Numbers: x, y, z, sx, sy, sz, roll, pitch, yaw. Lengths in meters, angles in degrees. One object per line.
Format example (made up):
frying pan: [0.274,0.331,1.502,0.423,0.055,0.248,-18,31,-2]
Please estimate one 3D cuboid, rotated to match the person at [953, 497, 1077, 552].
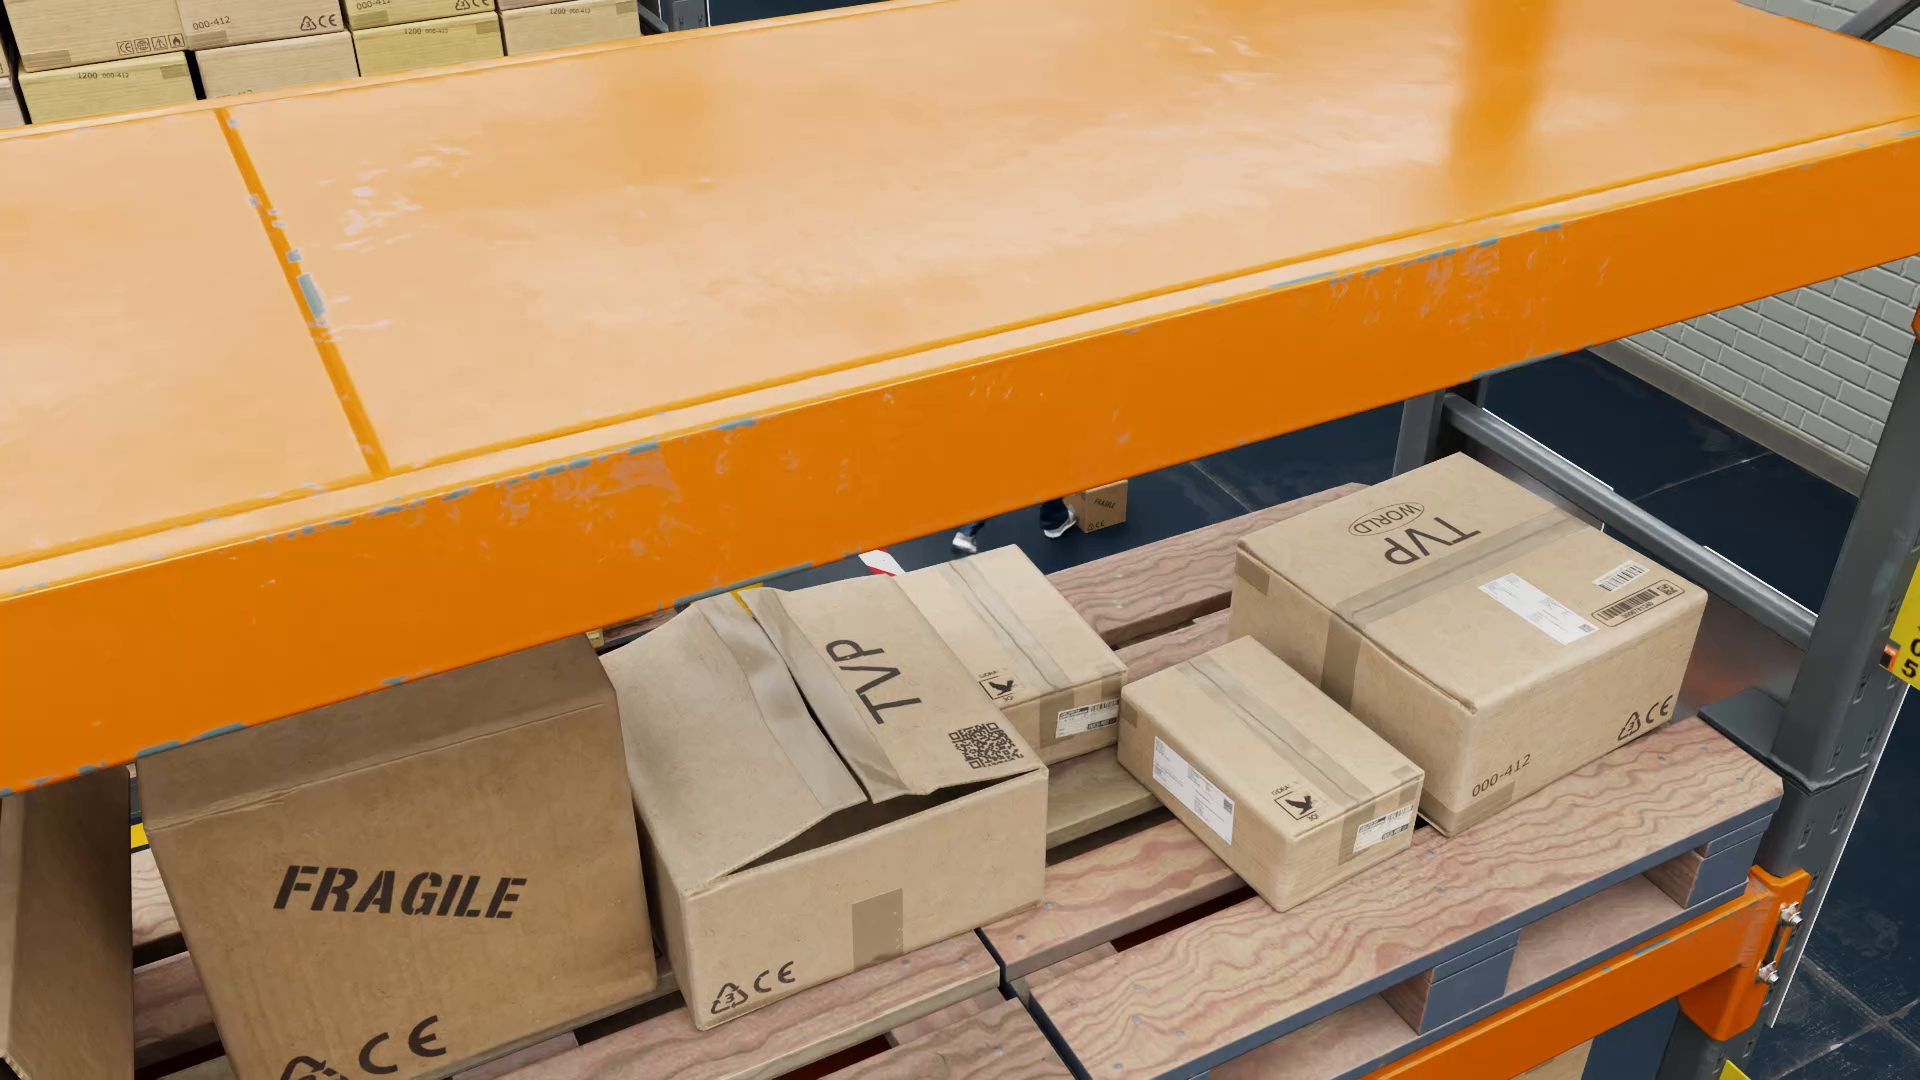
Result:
person: [0.325,-0.612,8.052,0.481,1.570,0.836,16,37,23]
